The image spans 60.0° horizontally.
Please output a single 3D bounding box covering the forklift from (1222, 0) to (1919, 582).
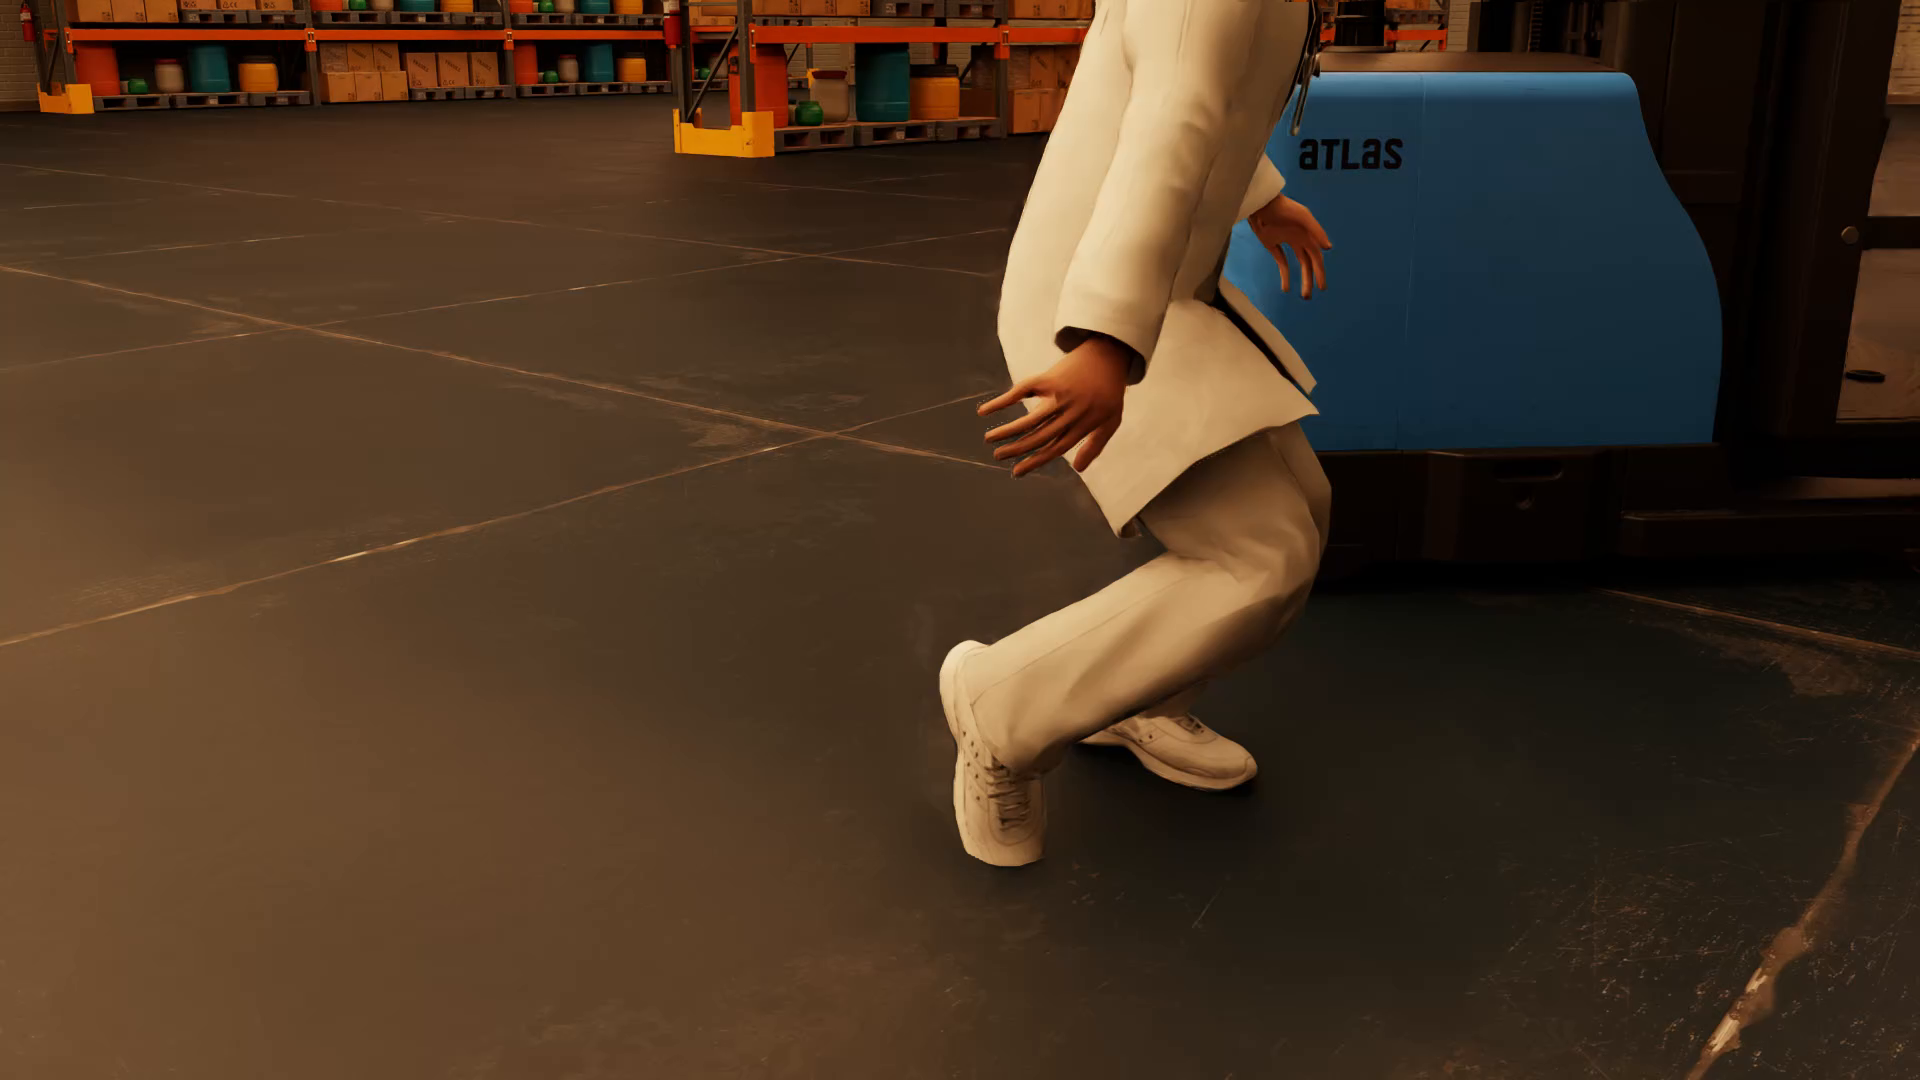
[{"bbox_3d":[2.009,-1.470,3.739,3.031,2.935,1.130,-2,17,-5],"label":"forklift"}]

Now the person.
[{"bbox_3d":[0.255,-0.302,2.315,0.538,1.636,1.027,4,17,13],"label":"person"}]
